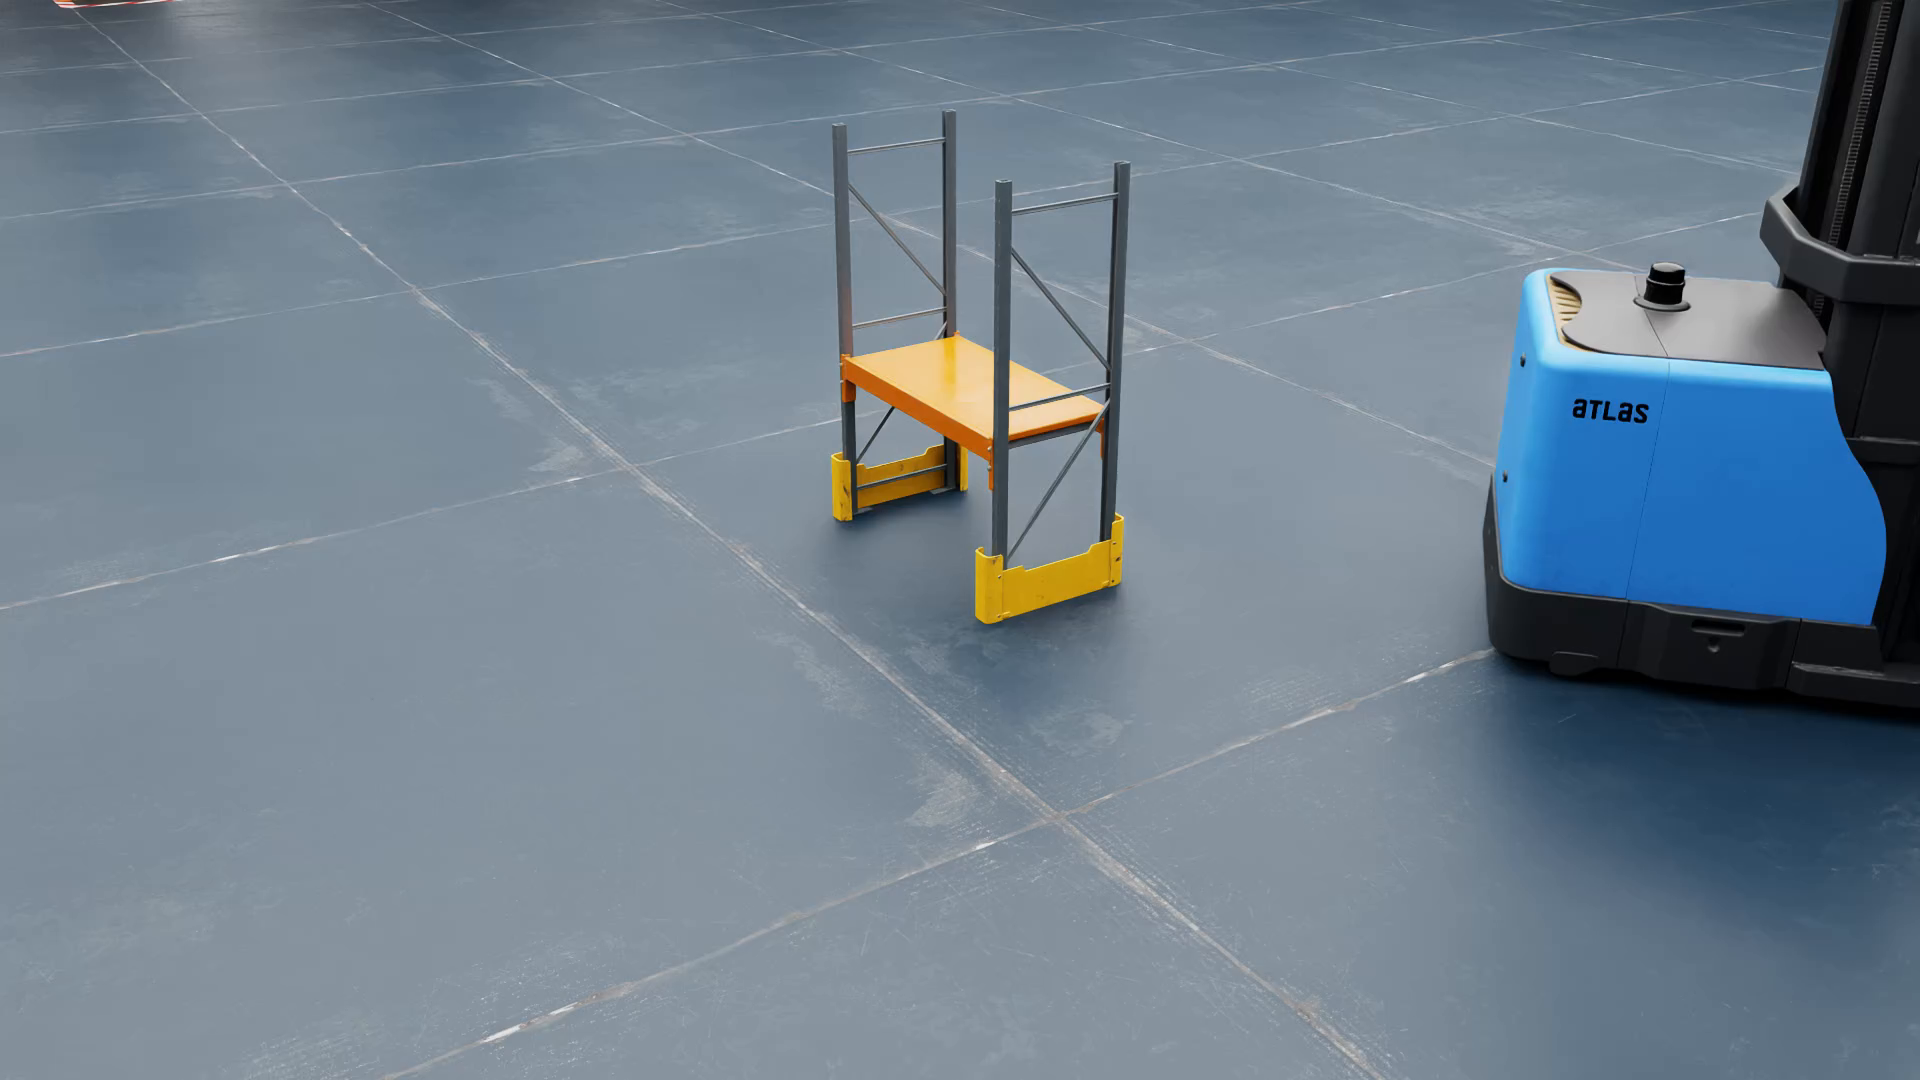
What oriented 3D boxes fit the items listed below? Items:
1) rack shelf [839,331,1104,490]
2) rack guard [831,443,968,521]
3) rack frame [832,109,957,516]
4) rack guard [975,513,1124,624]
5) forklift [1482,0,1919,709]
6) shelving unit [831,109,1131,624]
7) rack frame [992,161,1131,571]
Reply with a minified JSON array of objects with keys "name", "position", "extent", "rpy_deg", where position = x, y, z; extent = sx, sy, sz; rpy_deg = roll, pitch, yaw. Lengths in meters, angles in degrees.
[{"name":"rack shelf","position":[0.047,-0.485,5.942],"extent":[0.538,0.185,1.000],"rpy_deg":[-16,29,-30]},{"name":"rack guard","position":[-0.230,-0.264,6.516],"extent":[0.587,0.250,0.087],"rpy_deg":[-16,29,-30]},{"name":"rack frame","position":[-0.231,-0.830,6.250],"extent":[0.500,1.500,0.032],"rpy_deg":[-16,29,-30]},{"name":"rack guard","position":[0.313,0.092,5.762],"extent":[0.587,0.250,0.087],"rpy_deg":[-16,29,-30]},{"name":"forklift","position":[3.290,-0.950,4.829],"extent":[3.031,2.935,1.130],"rpy_deg":[6,26,13]},{"name":"shelving unit","position":[0.042,-0.651,5.872],"extent":[0.587,1.500,1.083],"rpy_deg":[-16,29,-30]},{"name":"rack frame","position":[0.324,-0.466,5.480],"extent":[0.500,1.500,0.032],"rpy_deg":[-16,29,-30]}]
